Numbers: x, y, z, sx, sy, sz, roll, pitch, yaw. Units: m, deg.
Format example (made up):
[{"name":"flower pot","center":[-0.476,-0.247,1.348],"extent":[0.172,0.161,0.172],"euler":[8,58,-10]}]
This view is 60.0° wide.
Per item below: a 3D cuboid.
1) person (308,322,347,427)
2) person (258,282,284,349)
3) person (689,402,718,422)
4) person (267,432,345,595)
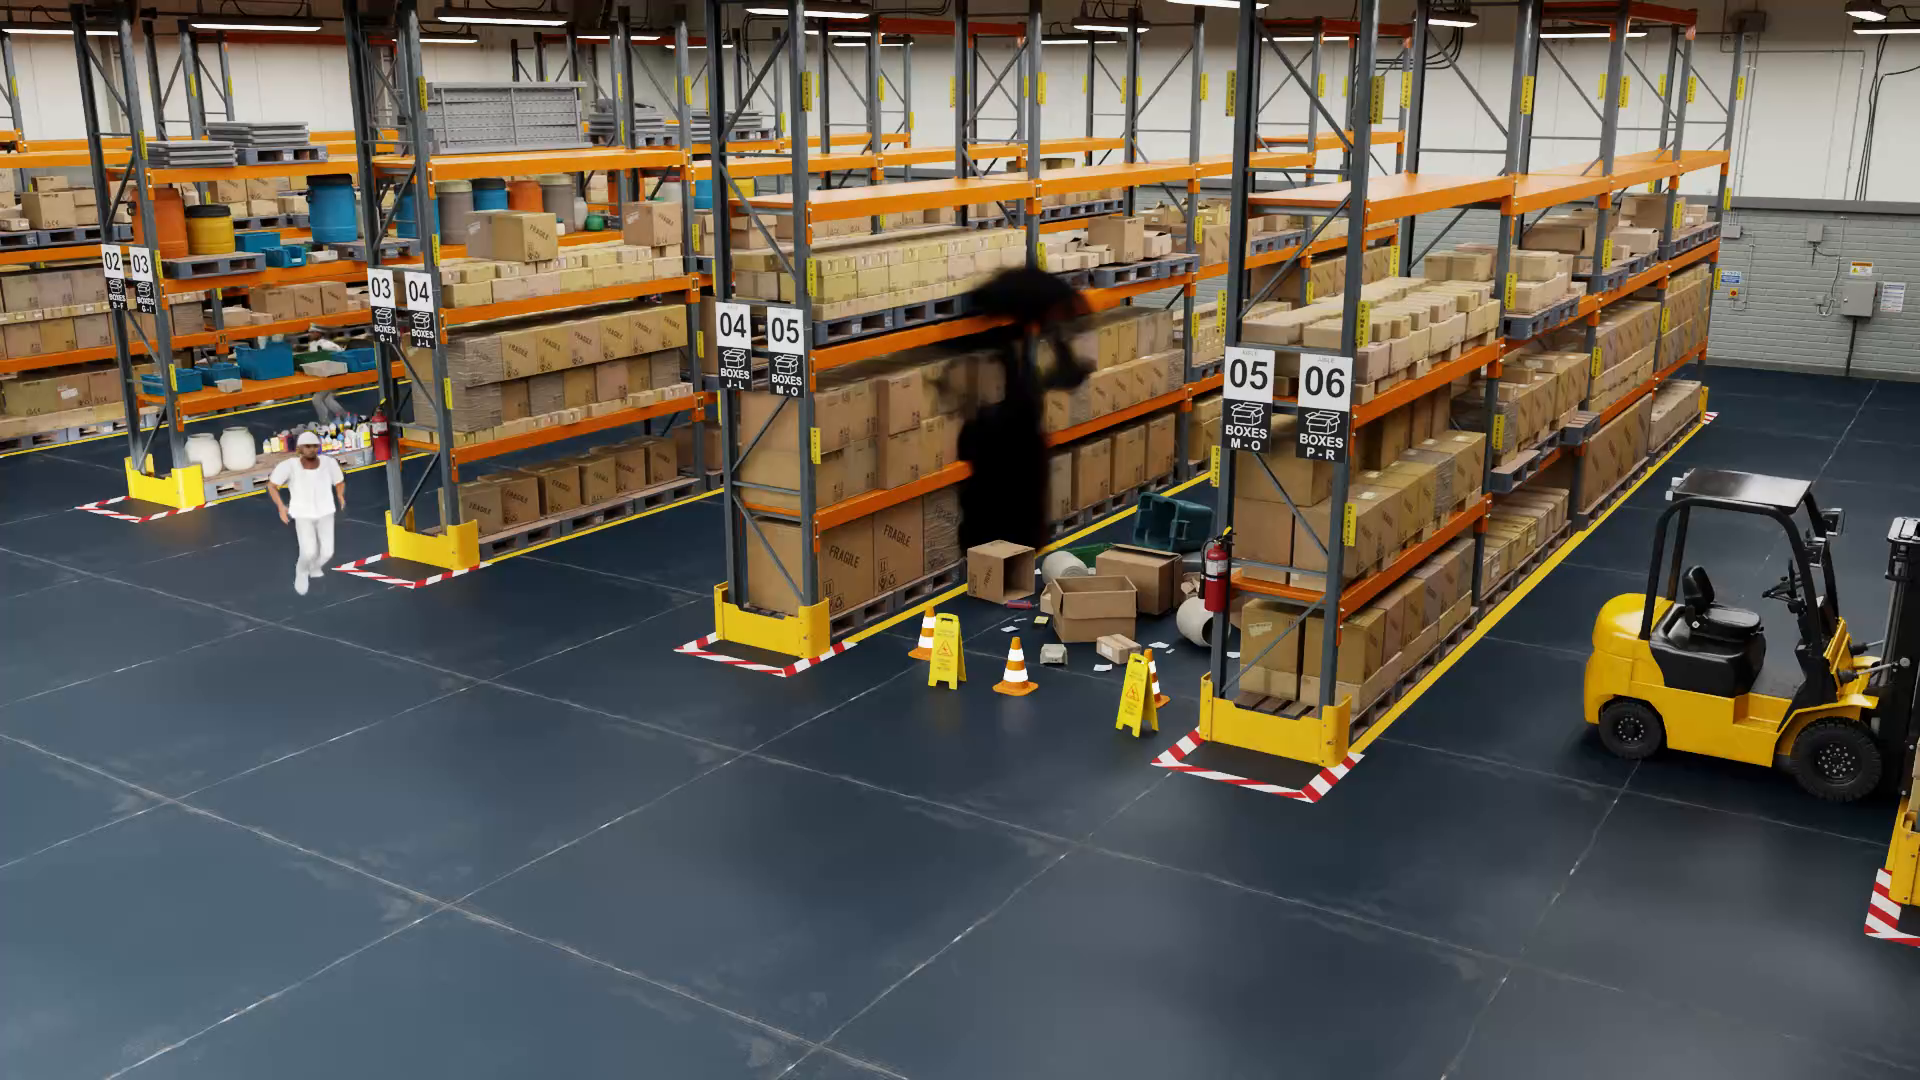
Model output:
[{"name":"person","center":[-9.407,-2.370,24.655],"extent":[0.524,1.741,0.767],"euler":[13,20,39]},{"name":"person","center":[-12.159,-3.767,29.408],"extent":[0.668,1.788,1.003],"euler":[7,17,23]},{"name":"person","center":[-3.913,-2.569,25.412],"extent":[0.746,1.715,1.061],"euler":[8,18,27]},{"name":"person","center":[-6.454,-0.261,16.594],"extent":[0.718,1.677,0.595],"euler":[-12,19,-36]}]
